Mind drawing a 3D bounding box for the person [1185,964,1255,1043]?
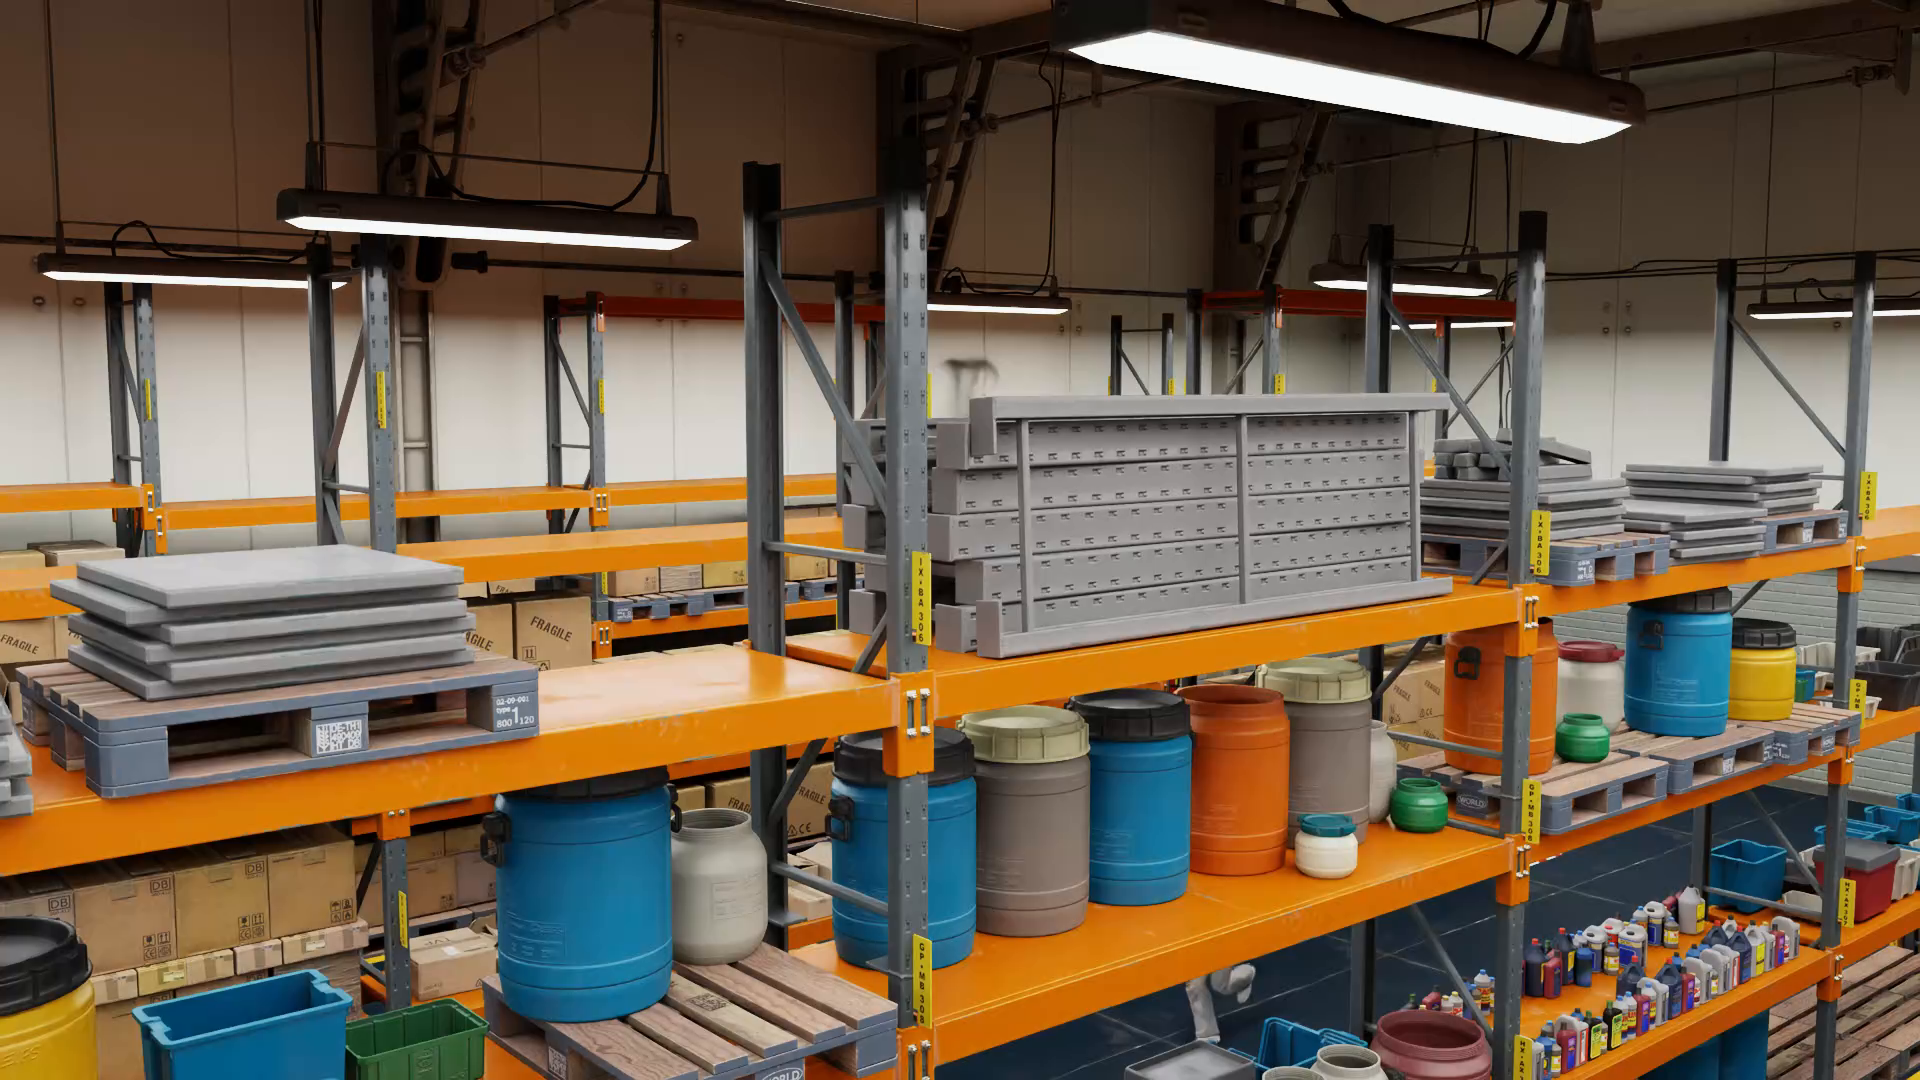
[{"bbox_3d":[2.013,3.138,13.030,0.752,1.628,0.576,-5,8,-44],"label":"person"}]
